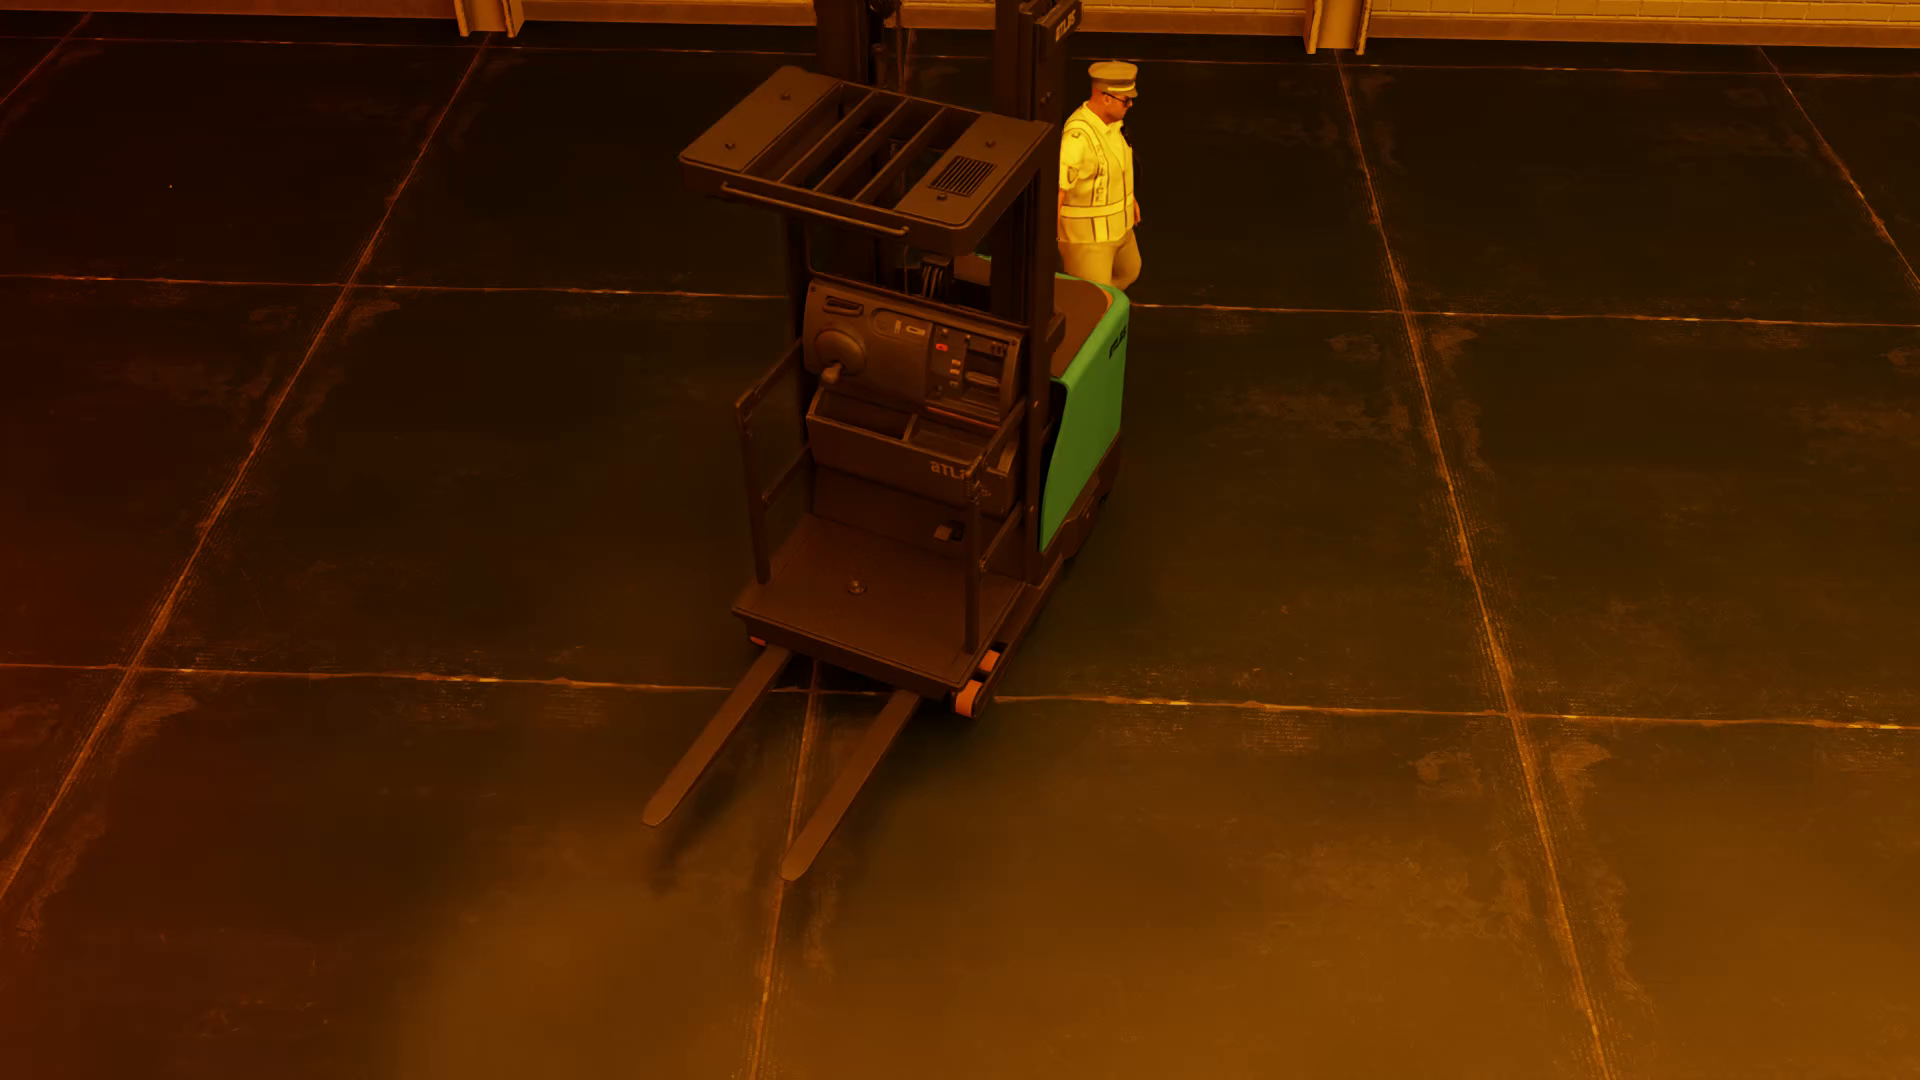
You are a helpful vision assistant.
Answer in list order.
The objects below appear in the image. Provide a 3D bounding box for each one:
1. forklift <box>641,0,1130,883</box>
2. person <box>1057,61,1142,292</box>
[{"bbox_3d":[-0.288,-0.663,6.469,1.130,2.935,3.031,17,45,18],"label":"forklift"},{"bbox_3d":[0.640,-1.594,8.438,0.491,1.673,0.898,23,47,23],"label":"person"}]
